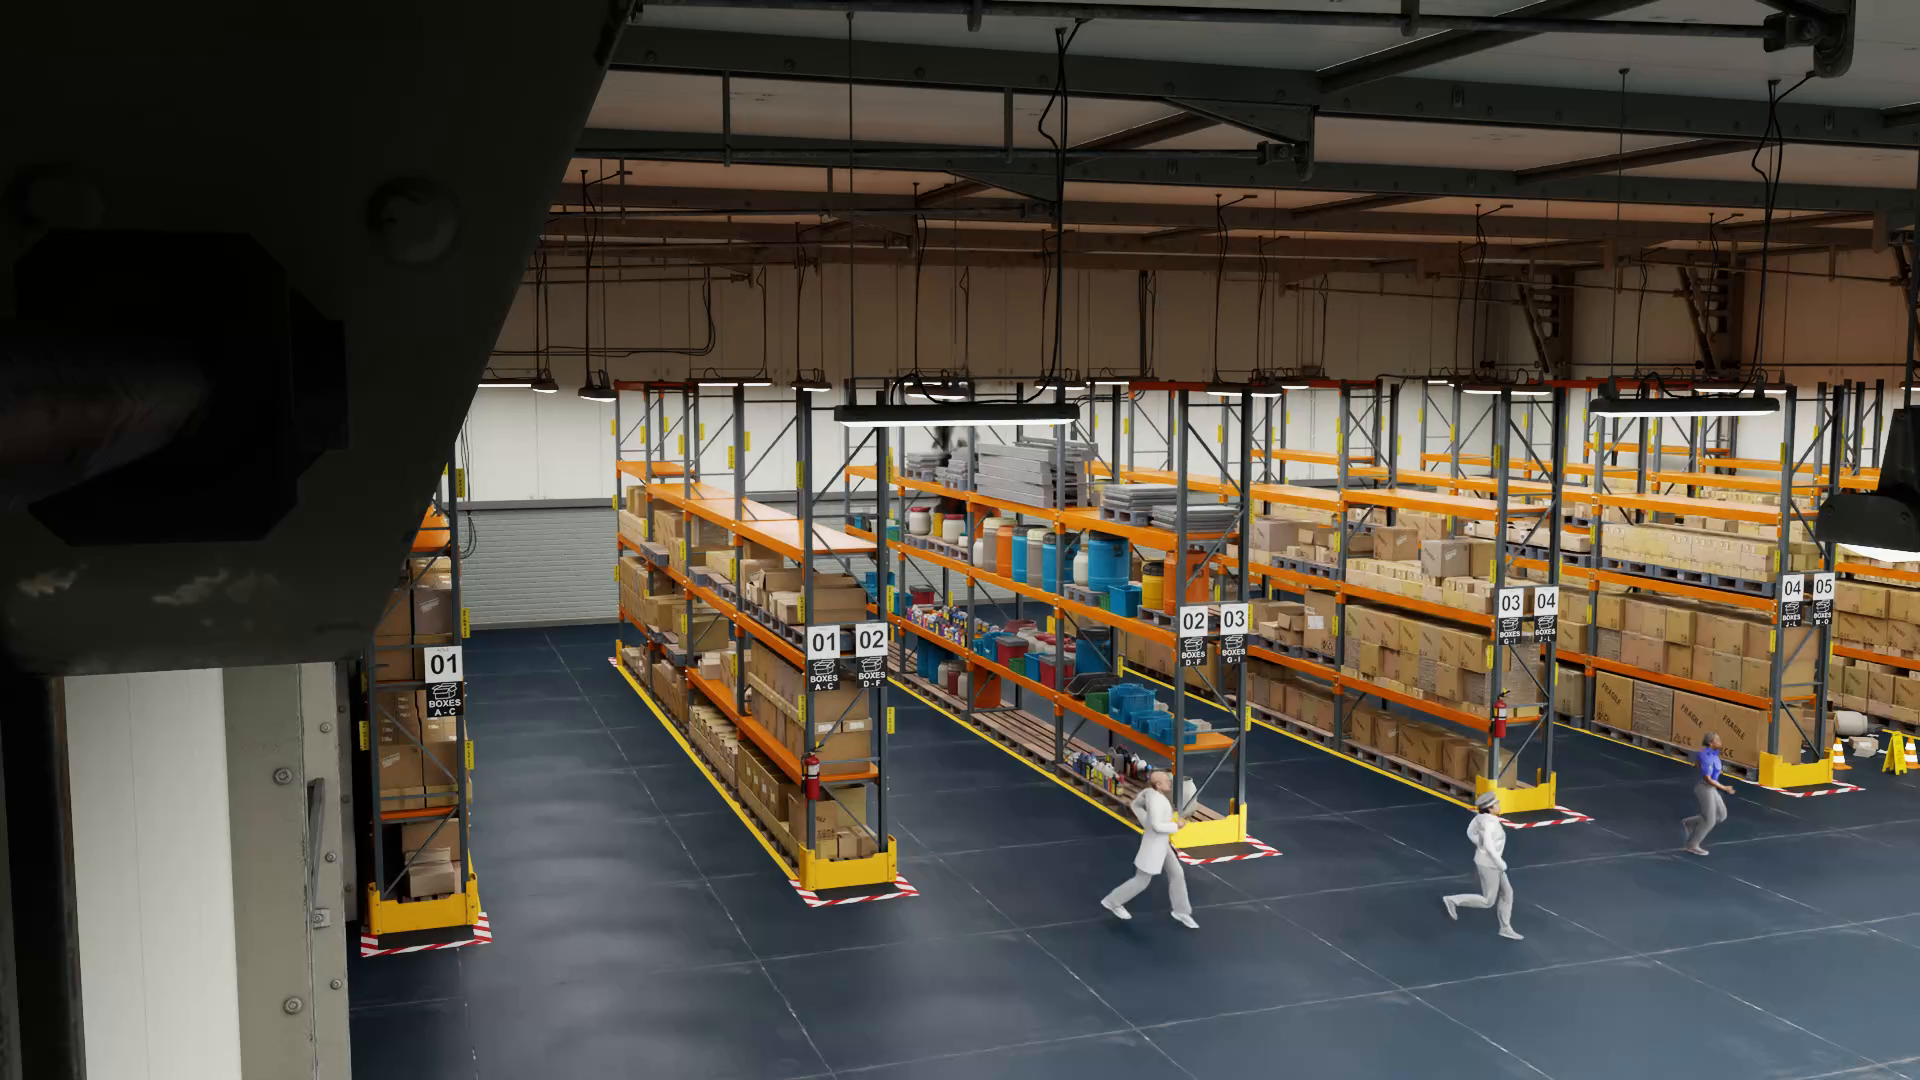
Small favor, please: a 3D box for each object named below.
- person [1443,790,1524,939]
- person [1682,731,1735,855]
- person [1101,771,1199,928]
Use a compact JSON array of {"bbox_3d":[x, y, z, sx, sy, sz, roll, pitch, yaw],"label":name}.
[{"bbox_3d":[5.799,3.589,18.370,0.893,1.678,0.607,1,6,10],"label":"person"},{"bbox_3d":[9.714,3.268,21.520,0.578,1.616,0.598,3,7,27],"label":"person"},{"bbox_3d":[2.136,3.495,18.636,1.102,1.834,0.669,1,6,13],"label":"person"}]
